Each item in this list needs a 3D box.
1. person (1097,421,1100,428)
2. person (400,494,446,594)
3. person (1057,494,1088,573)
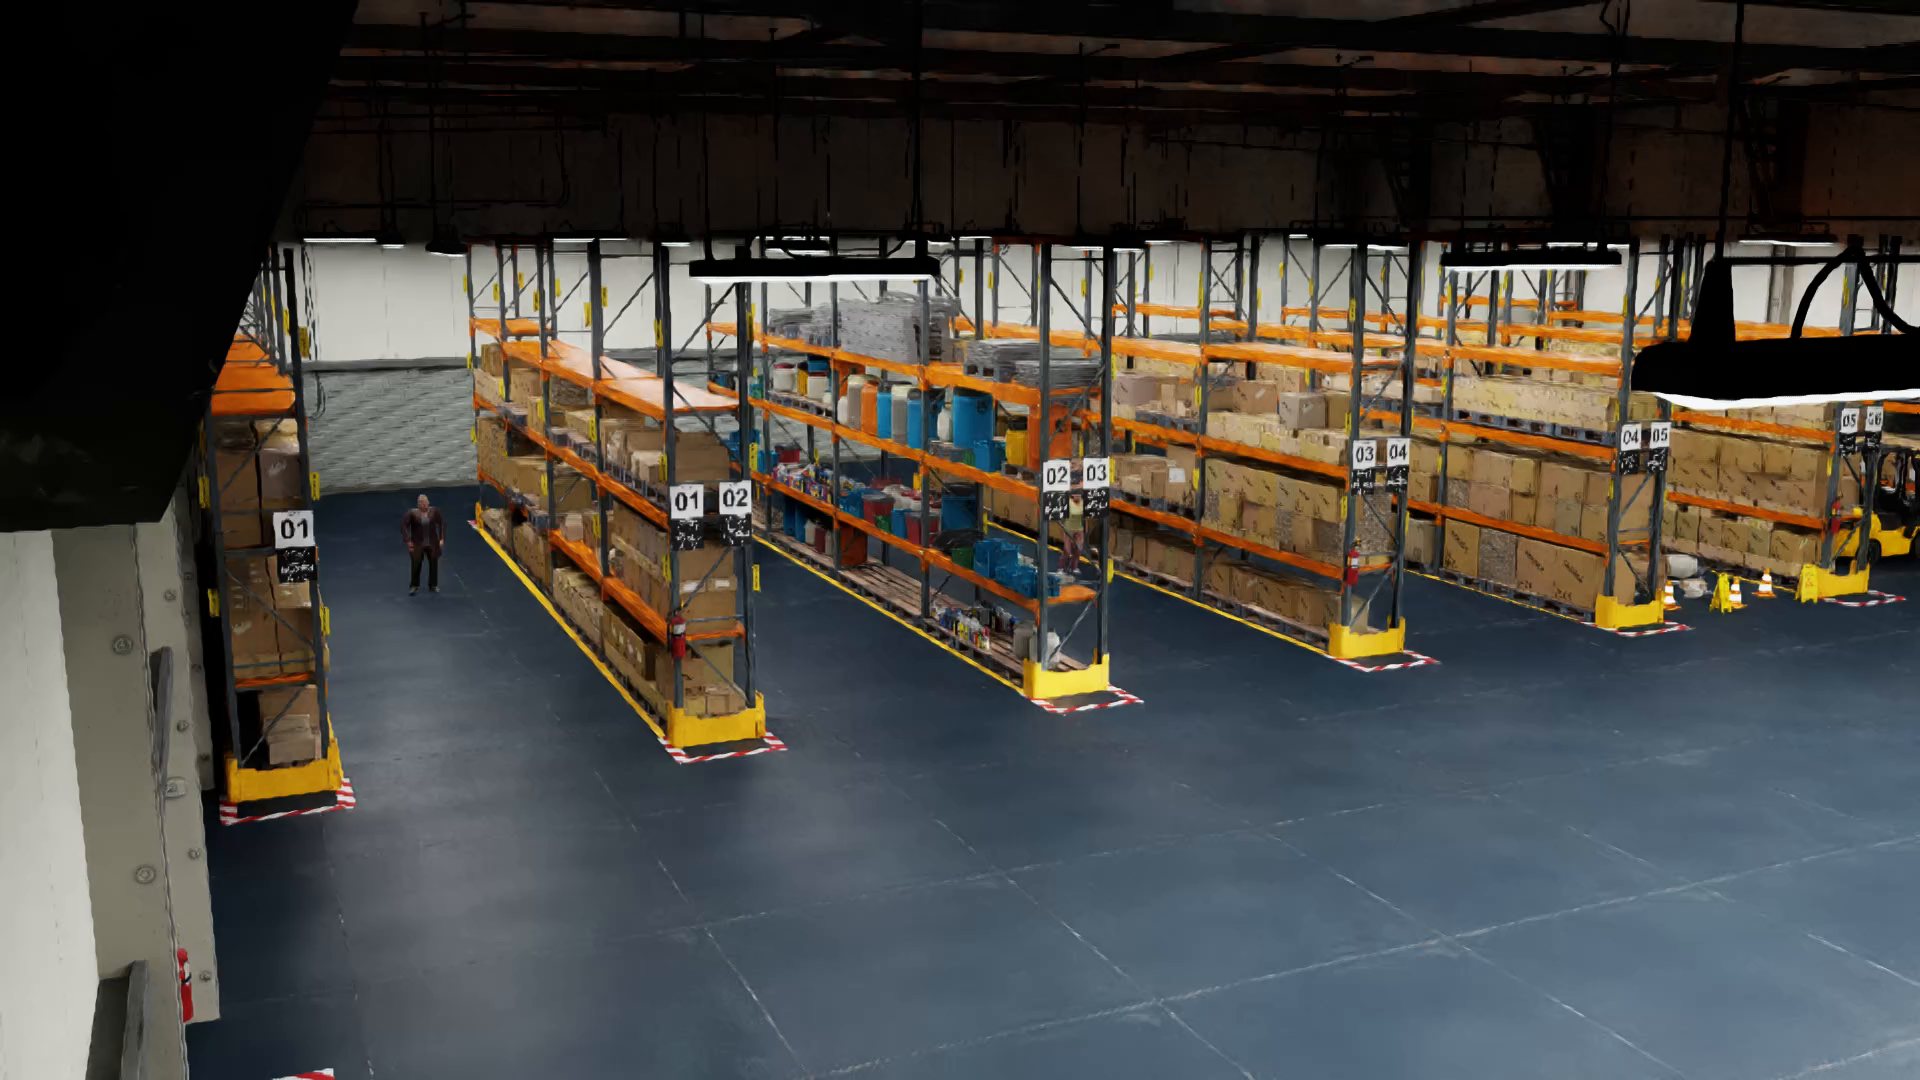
[{"bbox_3d":[3.809,-3.123,44.655,0.572,1.753,0.605,6,13,30],"label":"person"},{"bbox_3d":[-9.125,0.058,28.301,0.724,1.731,0.538,-5,12,-25],"label":"person"},{"bbox_3d":[2.013,-0.172,29.851,0.585,1.600,0.506,-5,12,-25],"label":"person"}]
